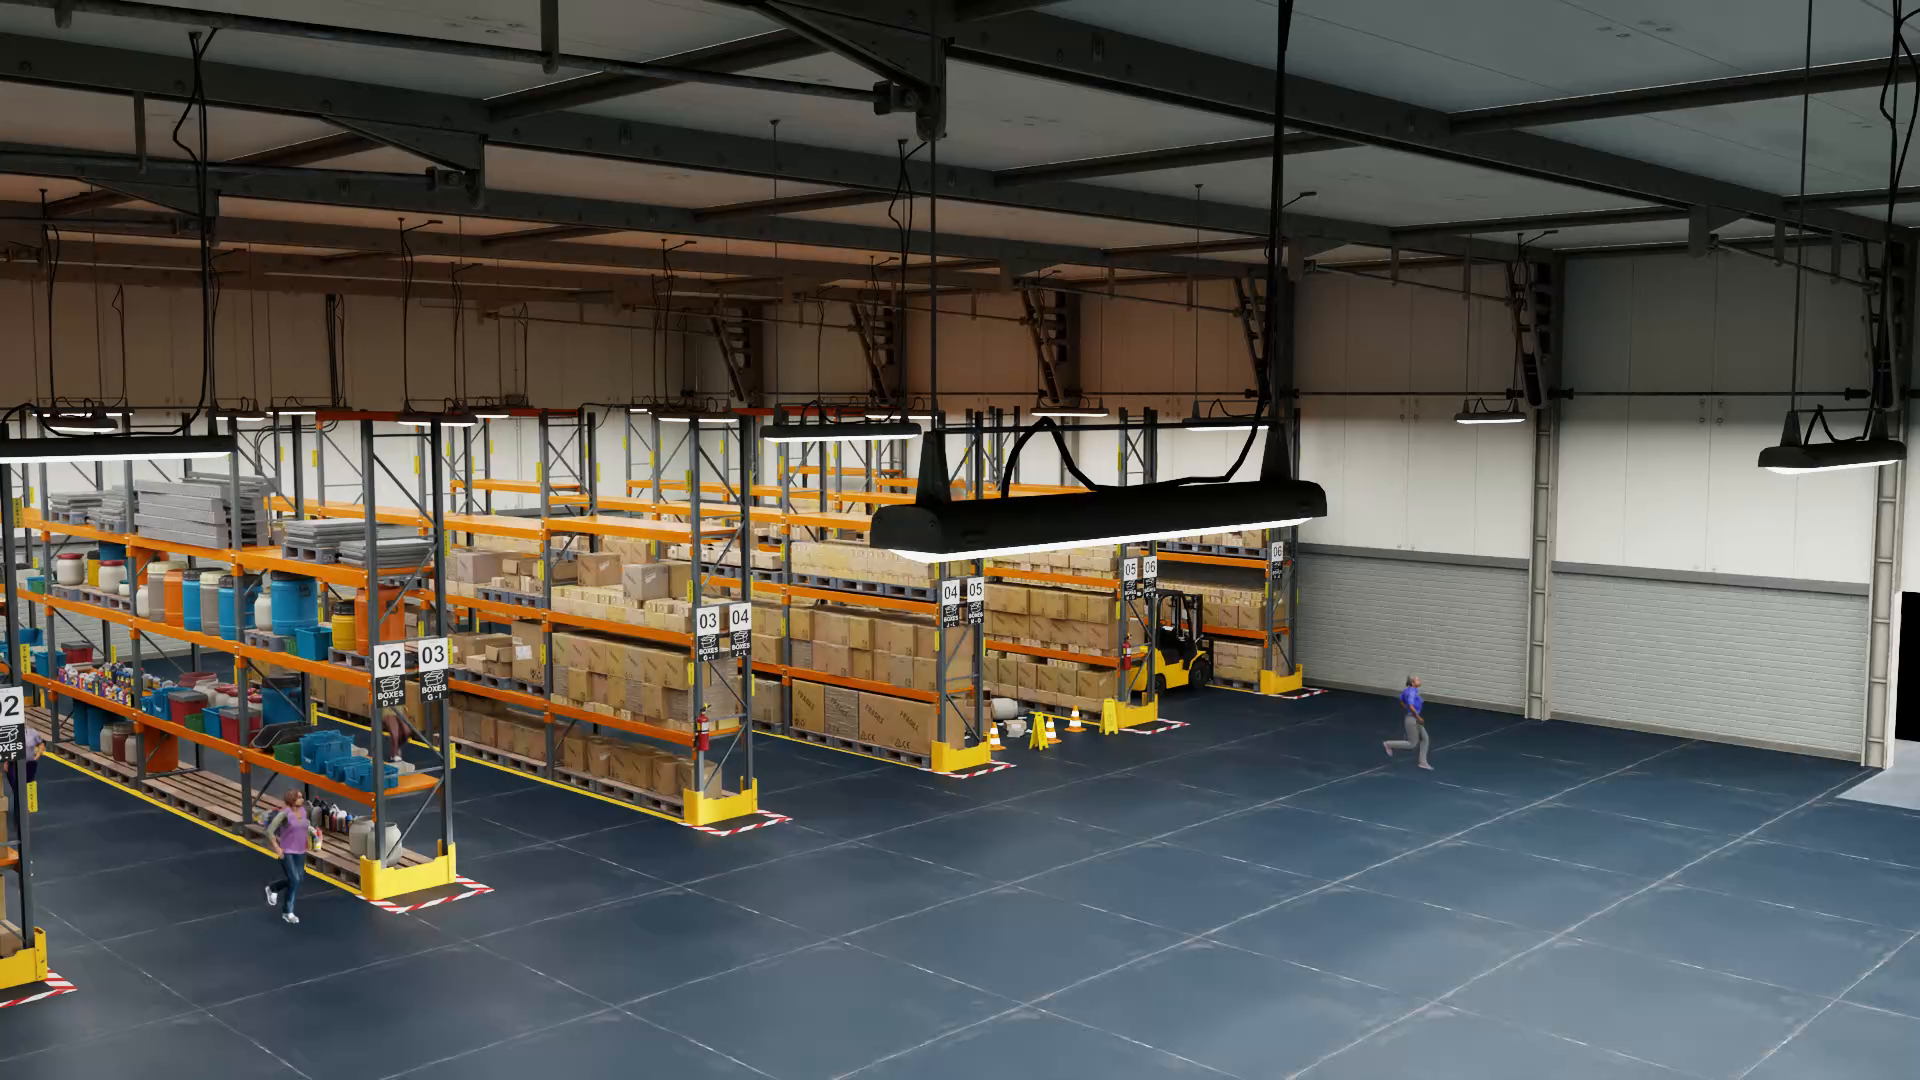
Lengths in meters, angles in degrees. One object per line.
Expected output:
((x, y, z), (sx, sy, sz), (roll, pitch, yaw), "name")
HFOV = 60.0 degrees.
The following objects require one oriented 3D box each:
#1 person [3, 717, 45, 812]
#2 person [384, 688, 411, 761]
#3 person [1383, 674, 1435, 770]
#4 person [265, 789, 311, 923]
((-13.702, 3.365, 24.284), (0.815, 1.686, 0.601), (5, 7, 42), "person")
((-9.665, 2.989, 28.483), (0.556, 1.626, 0.520), (-5, 7, -43), "person")
((7.576, 3.076, 28.010), (0.865, 1.623, 0.568), (1, 5, 11), "person")
((-8.142, 3.793, 20.149), (0.639, 1.560, 0.580), (2, 6, 26), "person")
